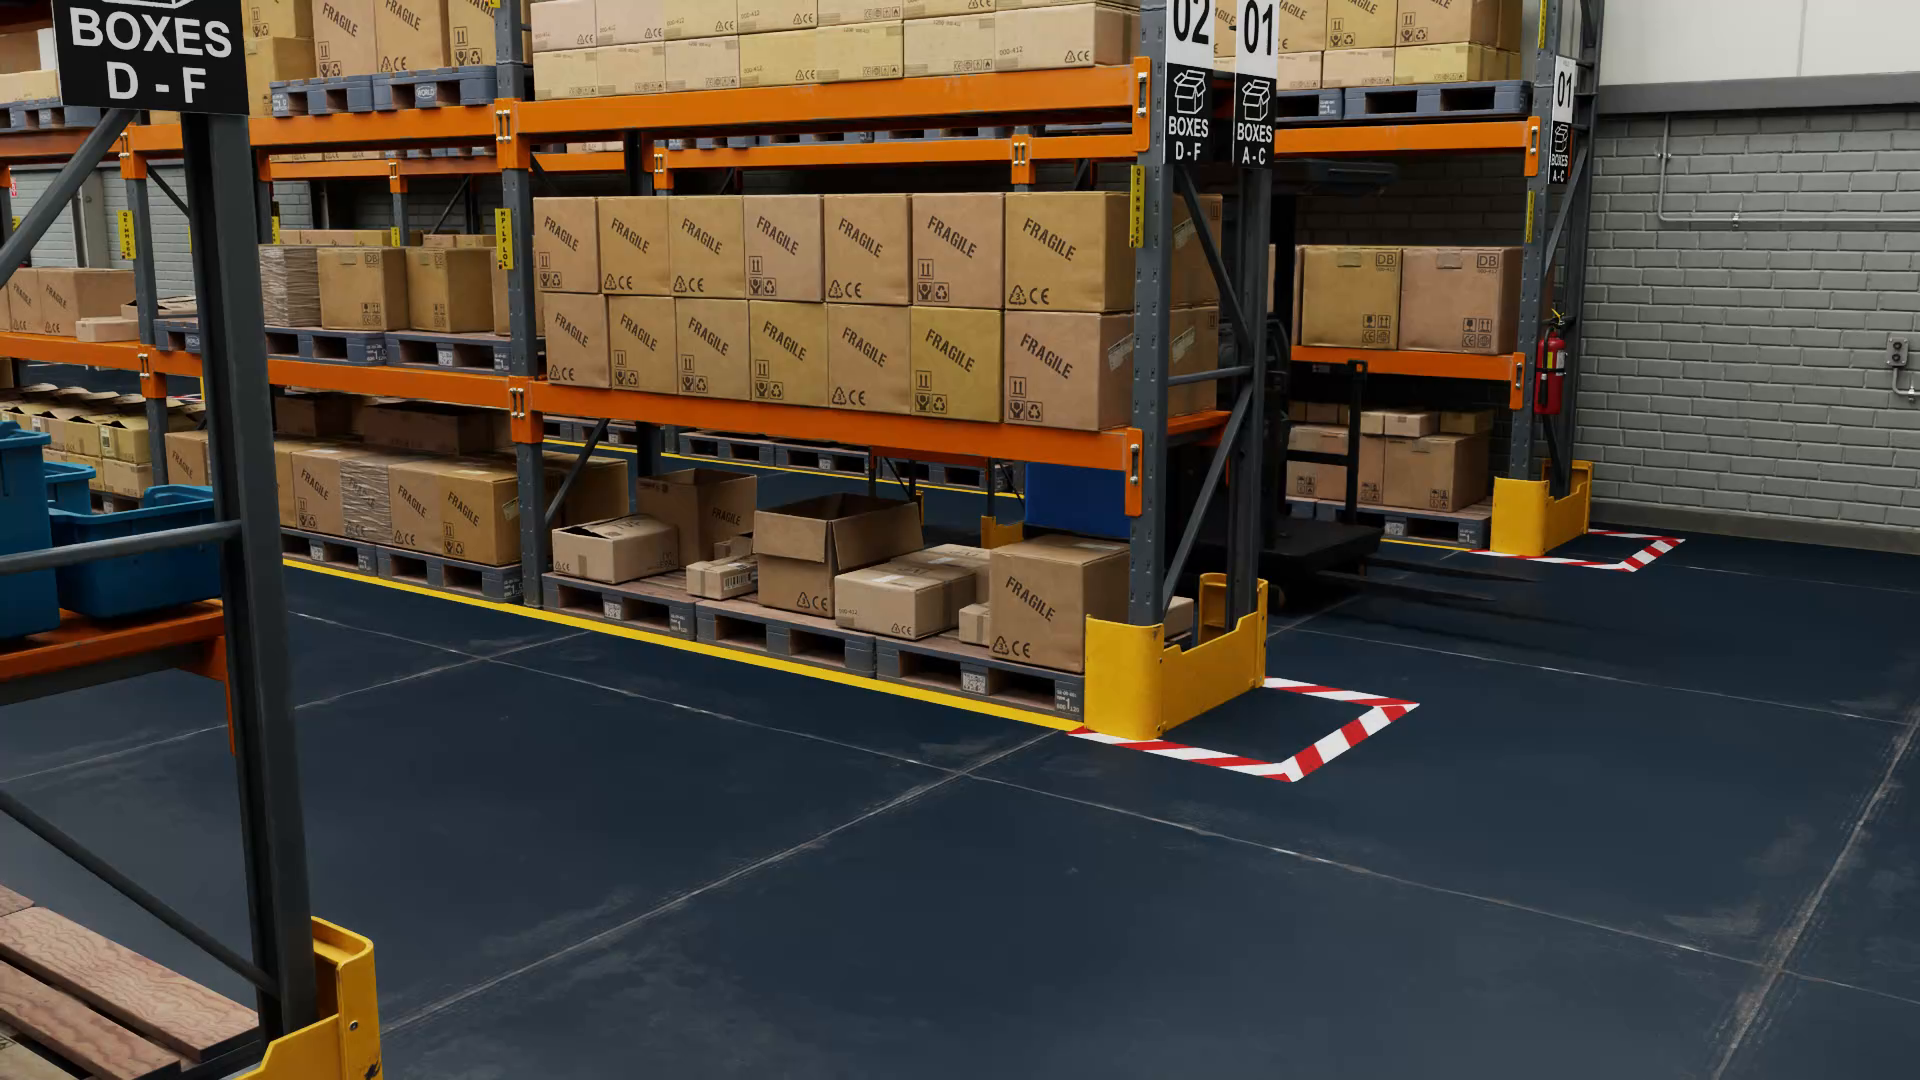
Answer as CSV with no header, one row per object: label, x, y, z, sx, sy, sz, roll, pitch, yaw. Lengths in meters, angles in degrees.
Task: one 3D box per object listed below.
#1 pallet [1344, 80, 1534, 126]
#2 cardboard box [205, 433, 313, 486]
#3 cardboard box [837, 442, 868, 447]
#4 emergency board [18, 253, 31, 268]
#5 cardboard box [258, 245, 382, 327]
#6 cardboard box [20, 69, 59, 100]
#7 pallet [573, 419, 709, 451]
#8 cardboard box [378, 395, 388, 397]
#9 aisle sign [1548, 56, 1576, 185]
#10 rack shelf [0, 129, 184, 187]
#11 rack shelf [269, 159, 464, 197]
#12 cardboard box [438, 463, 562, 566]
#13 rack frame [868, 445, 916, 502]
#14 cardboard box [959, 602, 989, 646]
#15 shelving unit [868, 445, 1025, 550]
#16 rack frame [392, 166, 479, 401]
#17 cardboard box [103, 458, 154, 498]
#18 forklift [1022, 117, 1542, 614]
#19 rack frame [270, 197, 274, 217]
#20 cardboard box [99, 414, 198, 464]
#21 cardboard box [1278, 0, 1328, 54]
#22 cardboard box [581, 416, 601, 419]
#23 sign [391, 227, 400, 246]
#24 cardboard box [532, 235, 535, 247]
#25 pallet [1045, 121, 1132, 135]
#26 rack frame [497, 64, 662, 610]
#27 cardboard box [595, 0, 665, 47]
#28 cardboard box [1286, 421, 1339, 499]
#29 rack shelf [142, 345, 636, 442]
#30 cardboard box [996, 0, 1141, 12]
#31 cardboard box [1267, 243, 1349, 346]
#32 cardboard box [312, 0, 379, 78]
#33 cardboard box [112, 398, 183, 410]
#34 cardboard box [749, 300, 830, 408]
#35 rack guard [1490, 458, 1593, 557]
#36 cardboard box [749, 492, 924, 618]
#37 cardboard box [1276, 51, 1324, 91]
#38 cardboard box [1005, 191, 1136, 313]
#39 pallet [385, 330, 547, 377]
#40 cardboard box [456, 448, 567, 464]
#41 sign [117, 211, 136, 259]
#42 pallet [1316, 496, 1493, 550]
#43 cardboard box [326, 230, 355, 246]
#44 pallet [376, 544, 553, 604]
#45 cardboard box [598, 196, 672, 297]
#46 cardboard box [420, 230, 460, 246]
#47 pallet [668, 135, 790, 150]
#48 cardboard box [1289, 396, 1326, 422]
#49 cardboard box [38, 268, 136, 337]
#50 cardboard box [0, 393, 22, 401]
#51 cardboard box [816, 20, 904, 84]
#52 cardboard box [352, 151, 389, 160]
pallet,3.388,-2.979,11.370,1.213,0.211,1.003,8,13,36
cardboard box,-4.762,-0.445,11.355,0.500,0.500,0.500,7,13,33
cardboard box,-0.551,-1.222,14.501,0.750,0.750,0.750,8,14,37
emergency board,-14.633,-4.279,25.752,0.643,1.169,0.194,8,13,36
cardboard box,-4.187,-1.679,10.941,0.700,0.500,0.500,-10,15,-42
cardboard box,-6.672,-3.379,12.490,0.500,0.250,0.500,8,13,34
pallet,-3.085,-1.087,16.592,1.213,0.211,1.003,8,13,36
cardboard box,-6.540,-1.917,18.964,0.500,0.500,0.500,7,13,31
aisle sign,3.873,-2.691,10.697,0.004,0.787,0.394,8,13,36
rack shelf,-6.997,-2.953,12.896,4.000,0.370,1.077,8,13,36
rack shelf,-7.292,-4.162,19.143,4.000,0.370,1.077,8,13,36
cardboard box,-2.728,-0.160,9.881,0.500,0.500,0.500,8,13,35
rack frame,-0.478,-0.803,11.732,0.032,1.500,0.500,8,13,36
cardboard box,0.206,0.383,7.956,0.250,0.166,0.380,8,13,36
shelving unit,-0.061,-0.745,11.432,1.083,1.500,0.587,8,13,36
rack frame,-5.680,-2.818,18.197,0.127,3.000,1.000,8,13,36
cardboard box,-5.953,-0.487,12.284,0.500,0.250,0.500,8,14,37
forklift,1.852,-1.136,9.687,3.031,2.935,1.130,9,14,39
rack frame,-8.904,-3.267,20.521,0.127,3.000,1.000,8,13,36
cardboard box,-5.953,-0.762,12.228,0.500,0.311,0.500,8,14,37
cardboard box,2.418,-3.647,11.637,0.500,0.500,0.500,7,13,33
cardboard box,-3.413,-1.505,16.836,0.500,0.500,0.700,8,13,35
sign,-5.995,-3.159,17.681,0.005,0.325,0.100,8,13,36
cardboard box,-4.294,-2.887,17.134,0.500,0.500,0.700,10,15,43
pallet,1.421,-3.254,12.788,1.213,0.211,1.003,8,13,36
rack frame,-2.161,-1.159,9.626,0.127,3.000,1.000,8,13,36
cardboard box,-1.512,-2.655,8.539,0.500,0.250,0.500,8,13,36
cardboard box,2.560,-0.624,12.331,0.500,0.500,0.700,7,13,34
rack shelf,-3.773,-1.031,10.856,4.000,0.370,1.077,8,13,36
cardboard box,0.498,-2.373,7.080,0.500,0.250,0.500,8,13,36
cardboard box,2.373,-1.839,12.347,0.700,0.700,0.980,7,13,33
cardboard box,-3.600,-3.154,10.406,0.600,0.600,0.600,7,13,33
cardboard box,-6.471,-0.960,13.252,0.500,0.311,0.500,7,13,34
cardboard box,-0.684,-0.939,8.222,0.500,0.500,0.500,8,13,35
rack guard,4.012,-0.239,11.447,0.348,0.500,1.175,8,13,36
cardboard box,-0.644,0.061,8.733,0.637,0.503,0.797,8,13,36
cardboard box,2.402,-3.281,11.719,0.500,0.250,0.500,7,13,34
cardboard box,0.542,-1.258,7.238,0.500,0.500,0.500,8,13,35
pallet,-2.740,-1.172,10.195,1.213,0.211,1.003,8,13,36
cardboard box,-2.843,-0.298,10.596,0.500,0.500,0.500,8,14,36
sign,-5.711,-2.092,11.399,0.005,0.325,0.100,8,13,36
pallet,3.301,-0.177,11.891,1.213,0.211,1.003,8,13,36
cardboard box,-6.650,-3.183,18.453,0.500,0.500,0.500,8,13,35
pallet,-2.839,0.124,10.333,1.213,0.211,1.003,8,13,36
cardboard box,-1.532,-1.545,8.725,0.500,0.500,0.500,7,13,34
cardboard box,-5.935,-3.207,18.576,0.500,0.500,0.500,8,13,34
pallet,-1.906,-3.684,15.273,1.003,0.211,1.213,9,14,38
cardboard box,2.565,-0.988,12.508,0.250,0.149,0.380,8,14,36
cardboard box,-6.747,-1.844,12.903,0.500,0.500,0.500,7,13,33
cardboard box,-8.023,-1.049,13.710,0.500,0.311,0.500,8,13,35
cardboard box,-0.314,-2.238,7.700,0.500,0.250,0.500,8,13,36
cardboard box,-6.235,-4.368,18.000,0.500,0.500,0.500,8,14,37
